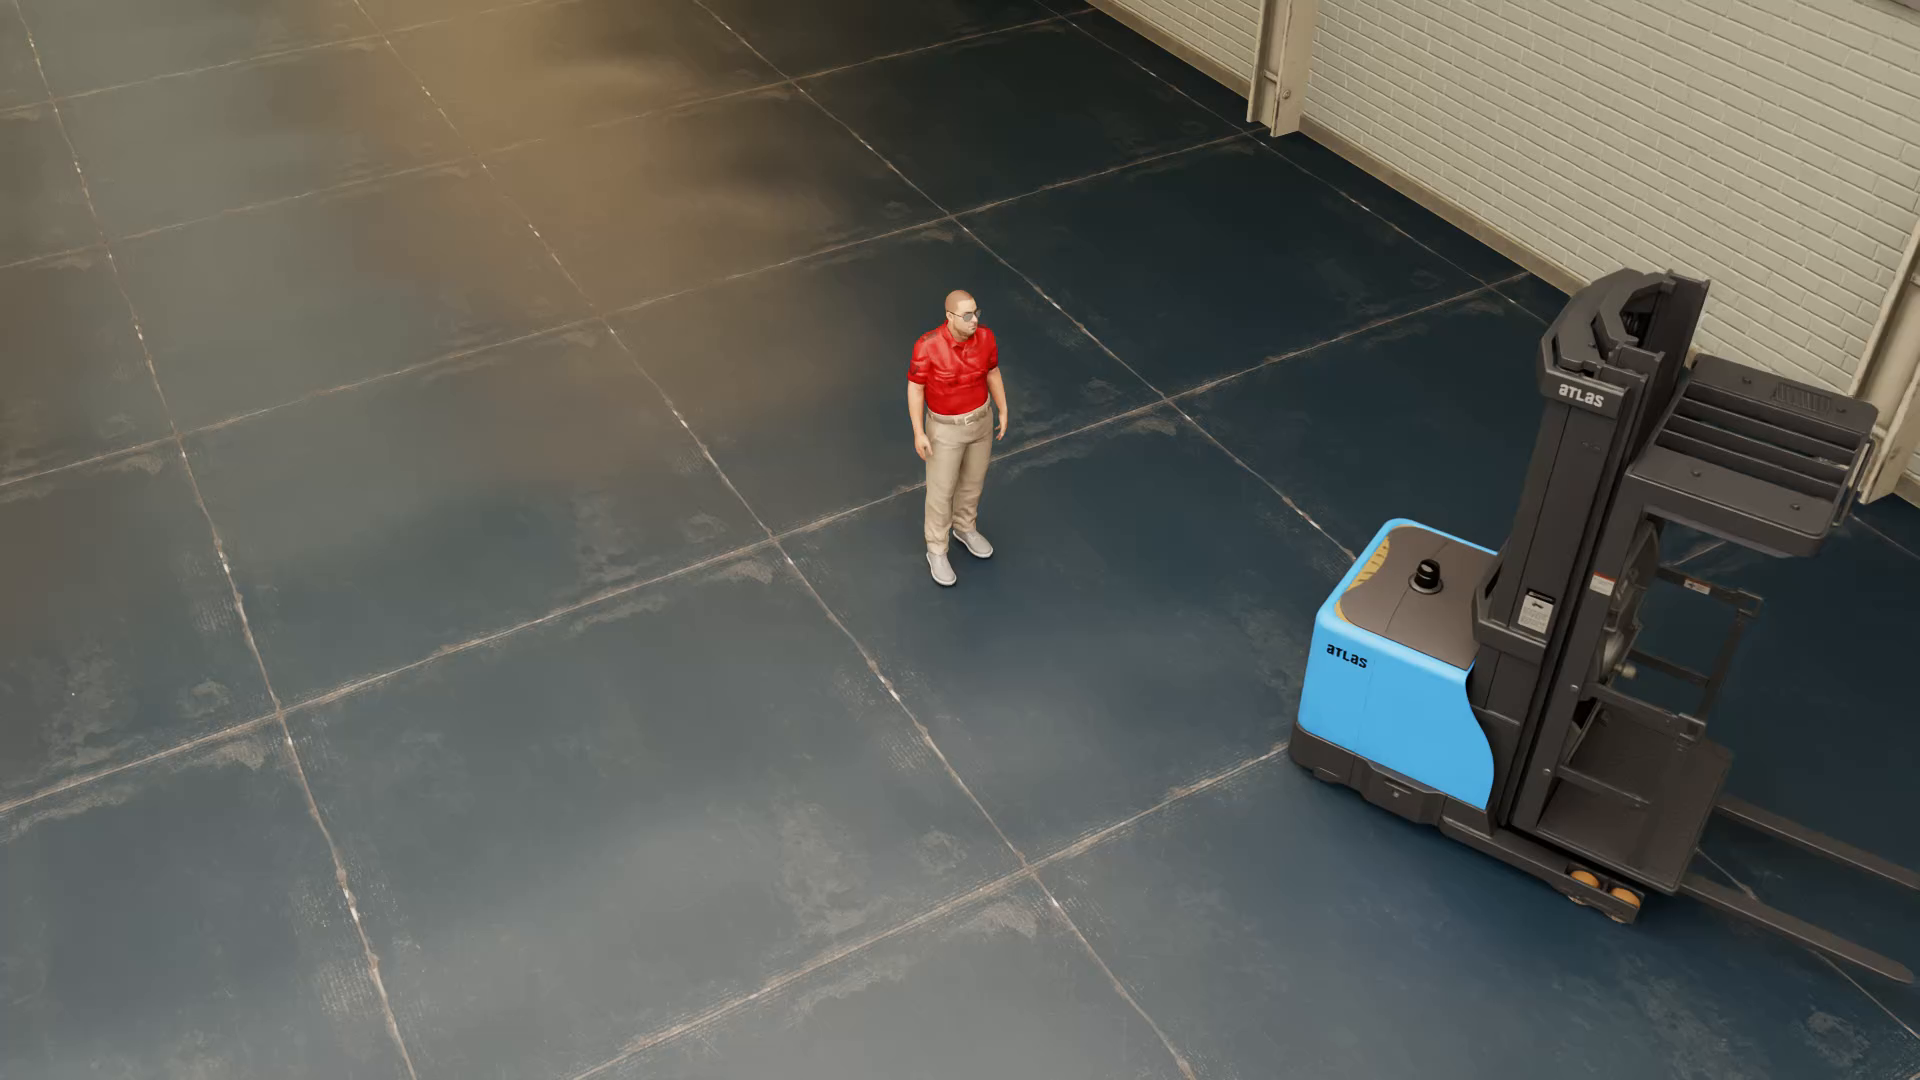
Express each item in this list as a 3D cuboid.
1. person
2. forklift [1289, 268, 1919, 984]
[{"bbox_3d":[0.035,-0.618,9.710,0.641,1.728,0.550,-20,44,-23],"label":"person"},{"bbox_3d":[3.259,0.341,7.625,3.031,2.935,1.130,23,45,26],"label":"forklift"}]
